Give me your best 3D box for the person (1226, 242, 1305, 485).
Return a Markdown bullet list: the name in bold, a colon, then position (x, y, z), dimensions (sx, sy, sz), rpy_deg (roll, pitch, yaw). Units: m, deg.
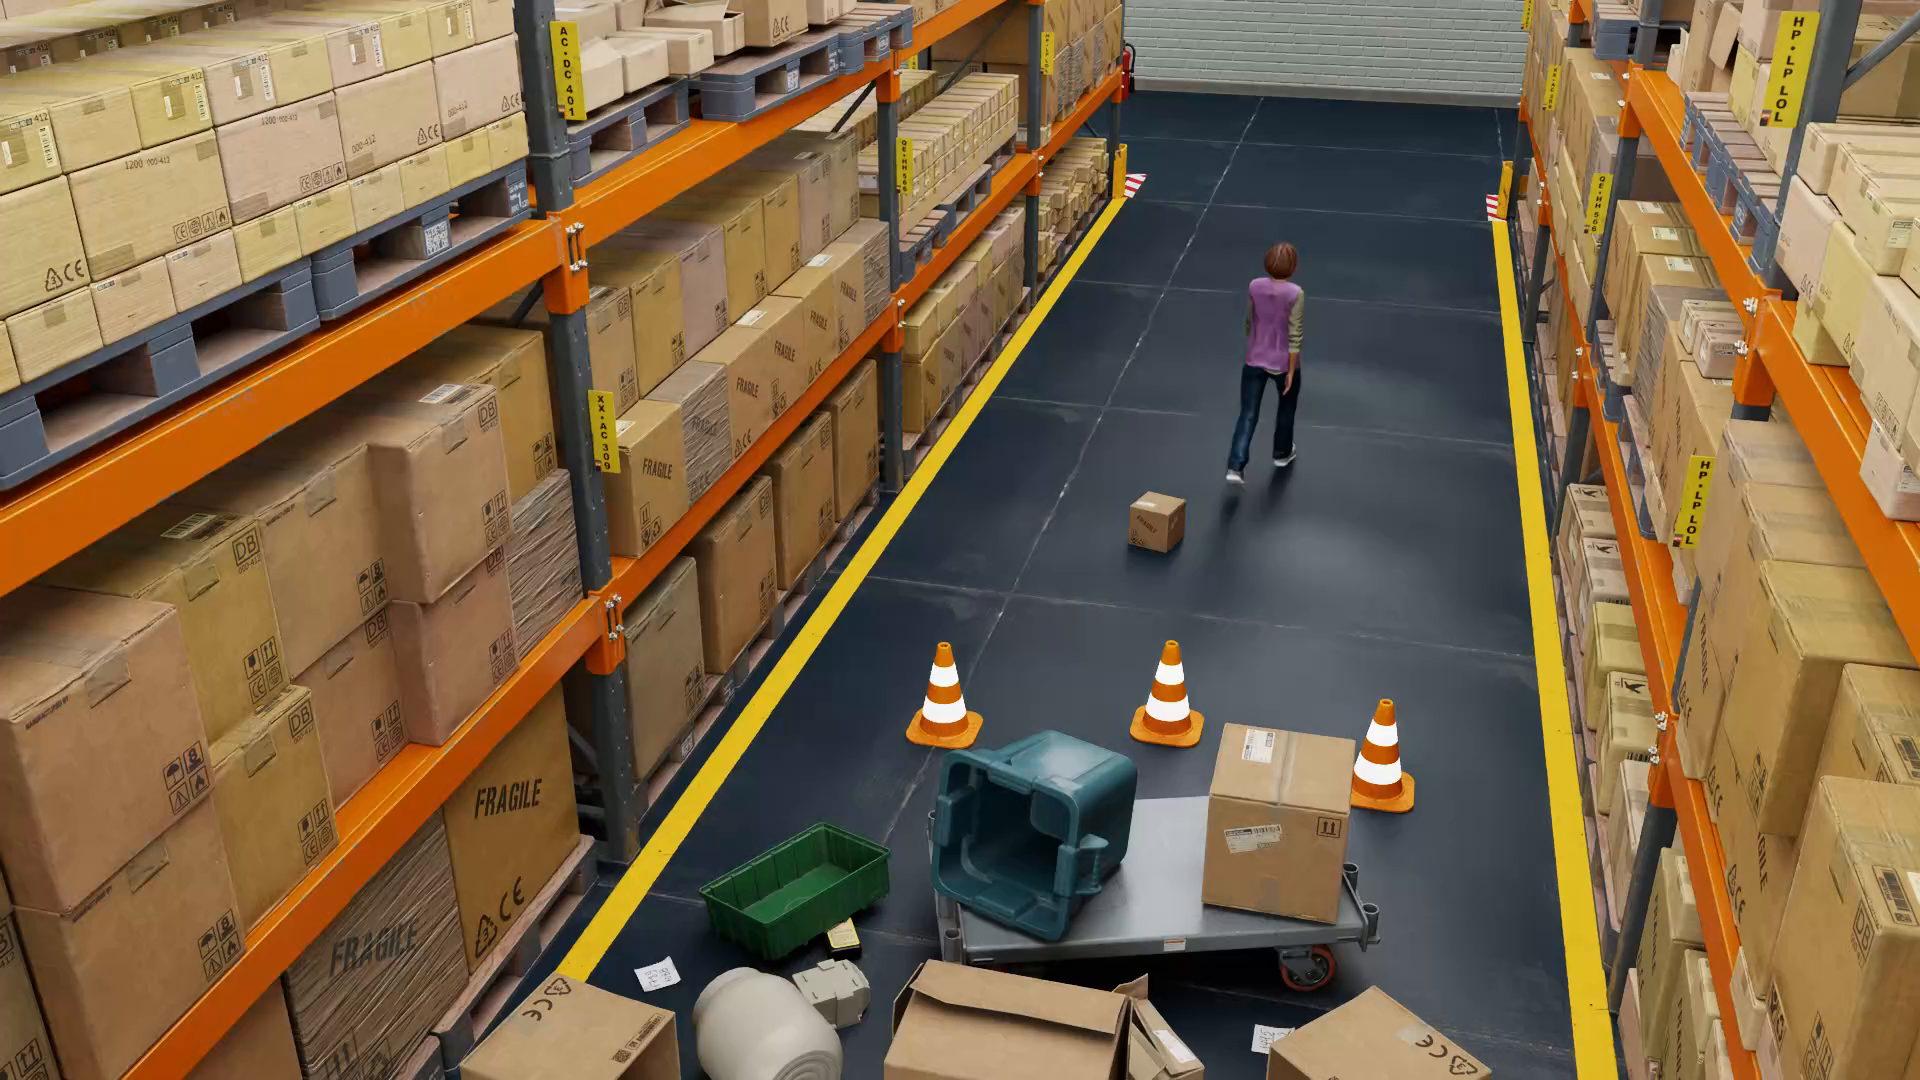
- **person**: position (1.942, -1.110, 10.408), dimensions (0.411, 1.546, 0.948), rpy_deg (12, 28, 23)
